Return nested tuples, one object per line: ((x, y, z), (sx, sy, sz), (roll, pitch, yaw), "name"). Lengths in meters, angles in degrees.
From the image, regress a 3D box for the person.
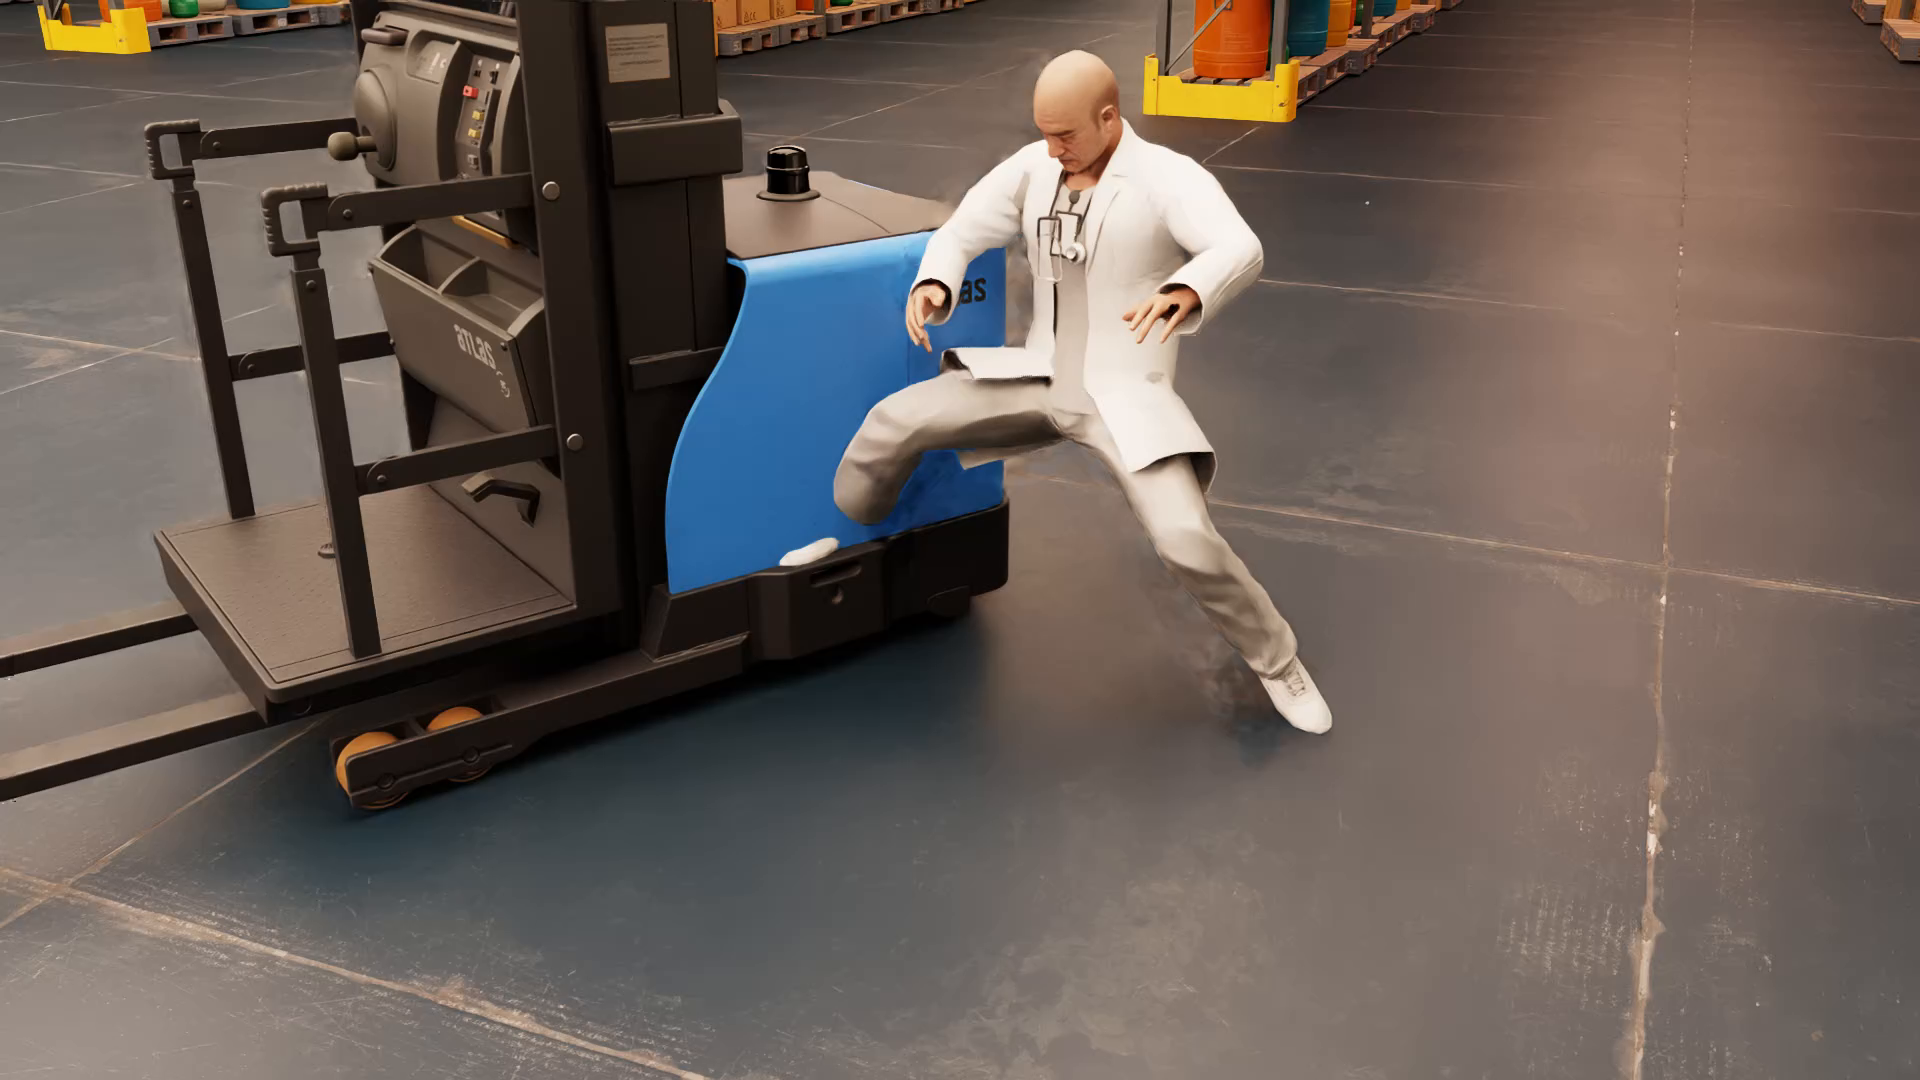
((0.233, -0.325, 3.908), (1.288, 1.573, 0.781), (18, 28, 36), "person")

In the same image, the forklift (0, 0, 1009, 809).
((-1.355, -0.990, 3.660), (3.031, 2.935, 1.130), (-16, 27, -33), "forklift")
